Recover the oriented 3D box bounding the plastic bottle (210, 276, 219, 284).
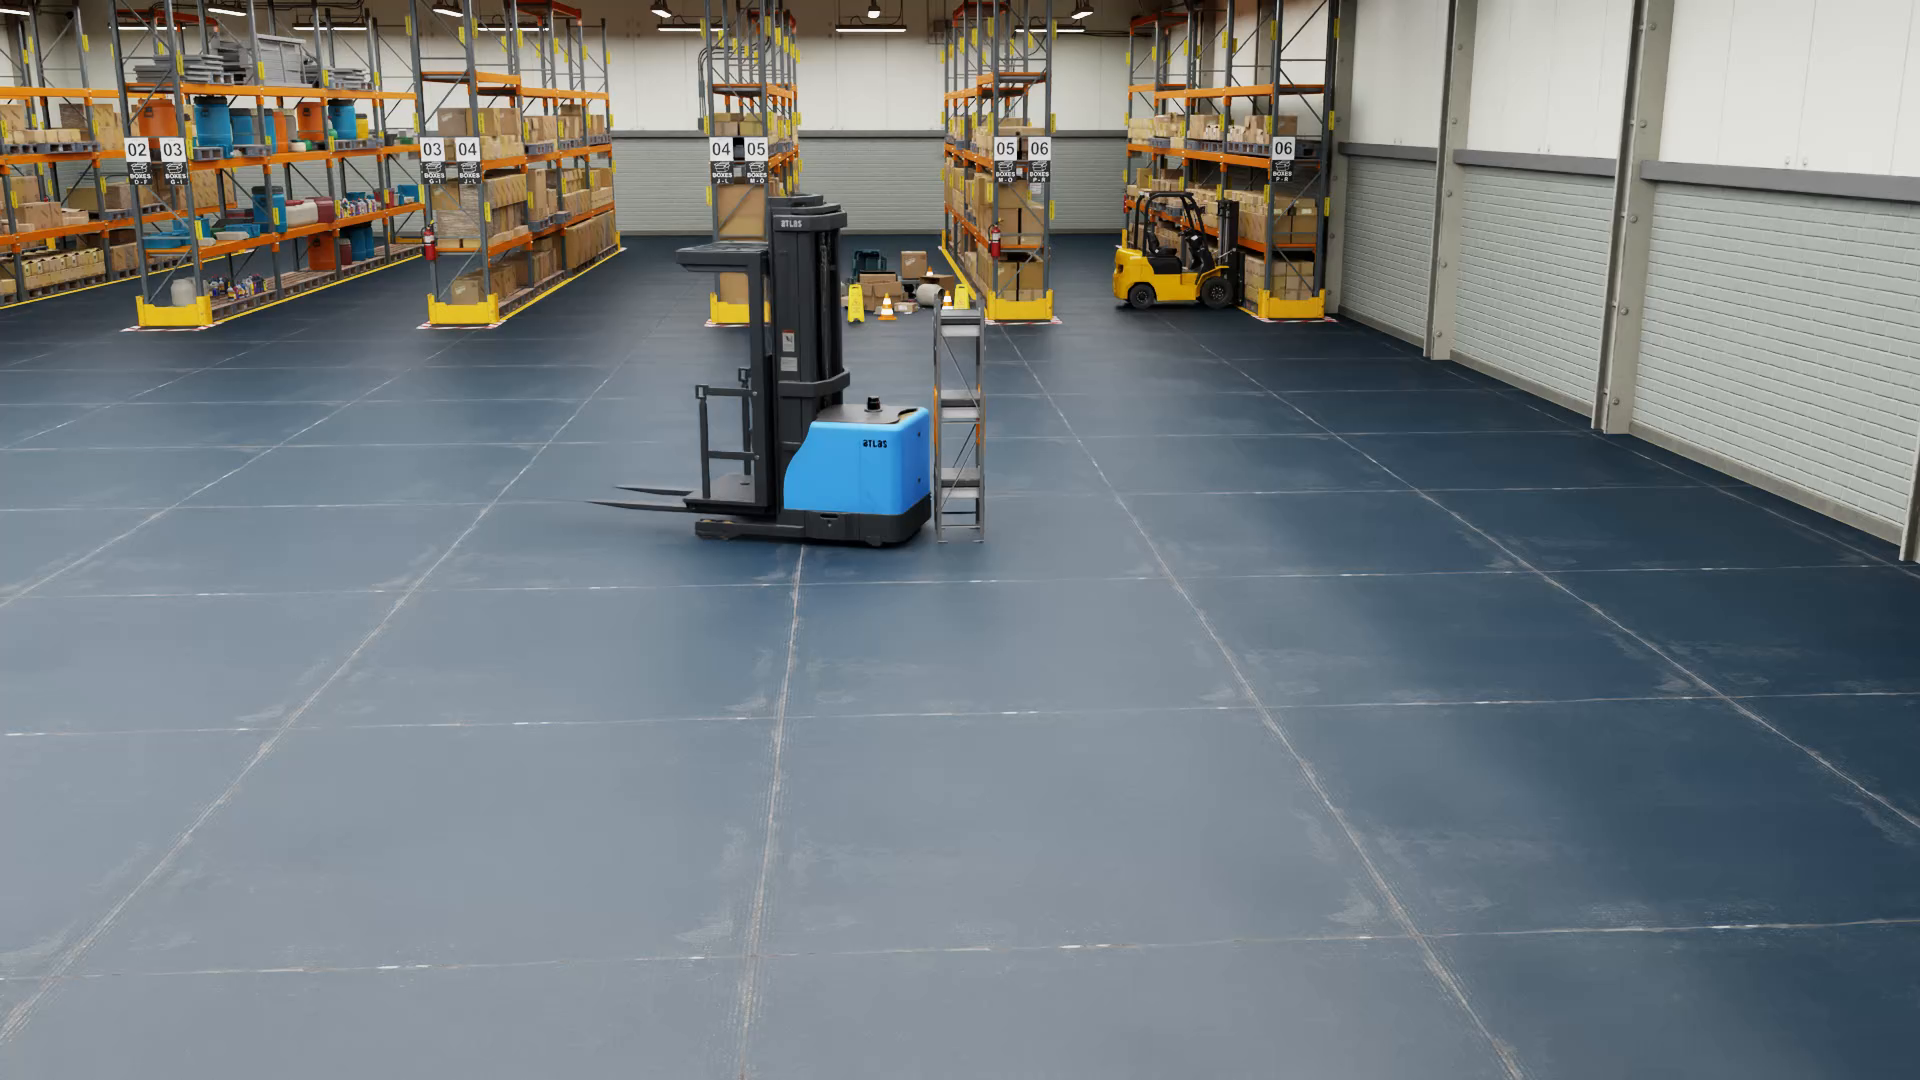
[{"bbox_3d":[-14.346,-4.900,31.983,0.144,0.351,0.185,-1,15,-6],"label":"plastic bottle"}]

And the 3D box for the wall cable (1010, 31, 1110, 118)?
[{"bbox_3d":[2.998,-13.816,50.088,2.988,3.039,0.133,-1,14,-3],"label":"wall cable"}]

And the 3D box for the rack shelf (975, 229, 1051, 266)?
[{"bbox_3d":[0.965,-5.607,31.743,1.077,0.370,4.000,-1,14,-3],"label":"rack shelf"}]

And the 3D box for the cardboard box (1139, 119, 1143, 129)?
[{"bbox_3d":[4.928,-10.789,43.119,0.500,0.250,0.500,0,14,-2],"label":"cardboard box"}]

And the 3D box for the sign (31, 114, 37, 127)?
[{"bbox_3d":[-24.082,-10.903,43.245,0.100,0.325,0.005,-1,14,-3],"label":"sign"}]

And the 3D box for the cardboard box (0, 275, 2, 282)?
[{"bbox_3d":[-18.671,-5.146,31.679,0.500,0.500,0.500,-1,14,-3],"label":"cardboard box"}]

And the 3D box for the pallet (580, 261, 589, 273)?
[{"bbox_3d":[-9.344,-6.444,39.149,1.003,0.211,1.213,-1,14,-3],"label":"pallet"}]

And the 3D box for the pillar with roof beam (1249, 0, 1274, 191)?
[{"bbox_3d":[2.231,-10.054,35.543,9.100,9.000,0.400,-1,14,-3],"label":"pillar with roof beam"}]

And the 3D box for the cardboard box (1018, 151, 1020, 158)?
[{"bbox_3d":[1.265,-7.068,30.462,0.380,0.149,0.250,-1,14,-4],"label":"cardboard box"}]

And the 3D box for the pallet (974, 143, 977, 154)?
[{"bbox_3d":[0.909,-7.970,33.839,1.213,0.211,1.003,-1,14,-3],"label":"pallet"}]

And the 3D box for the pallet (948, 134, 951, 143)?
[{"bbox_3d":[0.233,-10.359,42.925,1.003,0.211,1.213,-1,14,-3],"label":"pallet"}]

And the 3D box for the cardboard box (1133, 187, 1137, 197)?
[{"bbox_3d":[4.877,-9.218,44.037,0.500,0.250,0.500,-1,14,-4],"label":"cardboard box"}]

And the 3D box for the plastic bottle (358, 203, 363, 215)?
[{"bbox_3d":[-14.065,-7.753,38.887,0.152,0.276,0.135,-1,14,-3],"label":"plastic bottle"}]

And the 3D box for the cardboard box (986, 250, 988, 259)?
[{"bbox_3d":[0.677,-5.355,31.189,0.380,0.149,0.250,-1,14,-3],"label":"cardboard box"}]

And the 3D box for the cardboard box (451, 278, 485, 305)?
[{"bbox_3d":[-8.824,-4.454,29.989,0.500,0.500,0.500,2,15,7],"label":"cardboard box"}]

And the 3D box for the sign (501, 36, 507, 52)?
[{"bbox_3d":[-9.851,-10.720,35.938,0.100,0.325,0.005,-1,14,-3],"label":"sign"}]

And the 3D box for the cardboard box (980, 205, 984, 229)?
[{"bbox_3d":[0.663,-6.282,32.125,0.500,0.500,0.500,-1,14,-4],"label":"cardboard box"}]

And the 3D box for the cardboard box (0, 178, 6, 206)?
[{"bbox_3d":[-24.489,-8.703,41.730,0.980,0.700,0.700,-2,15,-6],"label":"cardboard box"}]

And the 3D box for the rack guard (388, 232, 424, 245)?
[{"bbox_3d":[-14.751,-8.003,44.628,1.175,0.500,0.348,-1,14,-3],"label":"rack guard"}]

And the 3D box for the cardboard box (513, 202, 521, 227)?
[{"bbox_3d":[-9.084,-6.380,32.504,0.875,0.500,0.500,-1,14,-3],"label":"cardboard box"}]

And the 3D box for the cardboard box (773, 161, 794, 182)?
[{"bbox_3d":[-4.374,-9.134,41.201,0.500,0.500,0.500,-1,14,-2],"label":"cardboard box"}]

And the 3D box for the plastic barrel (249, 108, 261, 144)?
[{"bbox_3d":[-14.282,-8.205,33.369,0.600,0.901,0.600,0,14,0],"label":"plastic barrel"}]

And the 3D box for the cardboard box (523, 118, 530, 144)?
[{"bbox_3d":[-8.980,-8.124,33.013,0.797,0.503,0.637,-2,15,-6],"label":"cardboard box"}]

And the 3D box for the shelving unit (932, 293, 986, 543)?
[{"bbox_3d":[-0.010,-1.058,14.425,0.431,2.100,0.503,-1,14,-3],"label":"shelving unit"}]

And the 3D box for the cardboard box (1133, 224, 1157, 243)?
[{"bbox_3d":[5.009,-8.141,44.321,0.700,0.500,0.500,0,14,-1],"label":"cardboard box"}]

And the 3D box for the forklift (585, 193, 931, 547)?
[{"bbox_3d":[-1.833,-1.541,14.634,3.031,2.935,1.130,4,15,14],"label":"forklift"}]

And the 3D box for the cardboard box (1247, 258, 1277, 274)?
[{"bbox_3d":[5.666,-5.128,31.107,0.500,0.250,0.500,-1,14,-2],"label":"cardboard box"}]

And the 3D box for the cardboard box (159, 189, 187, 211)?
[{"bbox_3d":[-19.193,-8.317,40.631,0.500,0.500,0.500,-1,14,-2],"label":"cardboard box"}]

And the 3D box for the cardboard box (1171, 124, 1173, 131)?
[{"bbox_3d":[5.150,-9.646,38.881,0.380,0.149,0.250,-1,14,-3],"label":"cardboard box"}]

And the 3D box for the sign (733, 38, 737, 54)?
[{"bbox_3d":[-4.882,-10.732,36.143,0.100,0.325,0.005,-1,14,-3],"label":"sign"}]

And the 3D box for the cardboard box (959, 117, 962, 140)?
[{"bbox_3d":[0.342,-9.396,37.960,0.700,0.500,0.500,-2,15,-6],"label":"cardboard box"}]

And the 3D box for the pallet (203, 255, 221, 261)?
[{"bbox_3d":[-19.553,-7.262,42.328,1.003,0.211,1.213,-1,14,-3],"label":"pallet"}]

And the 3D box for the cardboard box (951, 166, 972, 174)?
[{"bbox_3d":[0.041,-9.088,41.622,0.500,0.500,0.500,-1,14,-4],"label":"cardboard box"}]

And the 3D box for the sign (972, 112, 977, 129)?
[{"bbox_3d":[0.287,-8.337,33.063,0.100,0.325,0.005,-1,14,-3],"label":"sign"}]

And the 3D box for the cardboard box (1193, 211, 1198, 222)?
[{"bbox_3d":[5.396,-7.085,36.346,0.500,0.250,0.500,-1,14,-5],"label":"cardboard box"}]

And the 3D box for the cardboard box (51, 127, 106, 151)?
[{"bbox_3d":[-19.246,-8.752,36.301,0.910,0.500,0.500,-1,14,-3],"label":"cardboard box"}]

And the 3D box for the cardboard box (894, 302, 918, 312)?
[{"bbox_3d":[-1.008,-4.372,31.221,0.380,0.149,0.250,7,16,26],"label":"cardboard box"}]

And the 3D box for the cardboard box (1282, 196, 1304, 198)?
[{"bbox_3d":[6.222,-6.322,30.978,0.380,0.149,0.250,-1,14,-3],"label":"cardboard box"}]

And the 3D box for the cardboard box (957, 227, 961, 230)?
[{"bbox_3d":[0.303,-8.010,43.937,0.875,0.438,0.875,0,14,-2],"label":"cardboard box"}]

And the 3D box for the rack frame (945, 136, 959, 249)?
[{"bbox_3d":[0.098,-9.437,45.186,1.000,3.000,0.127,-1,14,-3],"label":"rack frame"}]

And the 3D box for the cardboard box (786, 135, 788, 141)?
[{"bbox_3d":[-4.111,-8.993,37.240,0.500,0.500,0.500,-1,14,-3],"label":"cardboard box"}]

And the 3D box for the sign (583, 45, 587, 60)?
[{"bbox_3d":[-9.005,-11.697,39.895,0.100,0.325,0.005,-1,14,-3],"label":"sign"}]

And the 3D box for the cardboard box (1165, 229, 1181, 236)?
[{"bbox_3d":[5.186,-7.472,40.418,0.380,0.149,0.250,-1,14,-4],"label":"cardboard box"}]

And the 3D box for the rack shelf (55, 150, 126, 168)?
[{"bbox_3d":[-19.309,-8.744,37.917,1.077,0.370,4.000,-1,14,-3],"label":"rack shelf"}]

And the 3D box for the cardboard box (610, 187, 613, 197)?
[{"bbox_3d":[-9.498,-9.239,44.120,0.500,0.250,0.500,-1,14,-4],"label":"cardboard box"}]

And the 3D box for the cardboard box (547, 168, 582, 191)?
[{"bbox_3d":[-9.498,-8.665,39.971,0.797,0.503,0.637,-1,14,-5],"label":"cardboard box"}]

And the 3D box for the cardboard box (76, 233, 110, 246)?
[{"bbox_3d":[-19.485,-6.751,37.375,0.500,0.250,0.500,0,14,-1],"label":"cardboard box"}]

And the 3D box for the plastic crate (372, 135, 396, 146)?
[{"bbox_3d":[-14.292,-9.916,41.287,0.497,0.269,0.590,-1,14,-3],"label":"plastic crate"}]

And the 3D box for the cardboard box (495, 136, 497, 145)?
[{"bbox_3d":[-8.635,-7.274,30.260,0.380,0.149,0.250,-2,15,-6],"label":"cardboard box"}]

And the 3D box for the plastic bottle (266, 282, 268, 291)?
[{"bbox_3d":[-13.660,-4.996,32.657,0.097,0.201,0.097,0,14,0],"label":"plastic bottle"}]

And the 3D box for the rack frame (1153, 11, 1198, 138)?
[{"bbox_3d":[5.299,-11.426,40.873,1.000,3.000,0.127,-1,14,-3],"label":"rack frame"}]

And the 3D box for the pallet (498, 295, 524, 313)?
[{"bbox_3d":[-8.894,-4.479,31.510,1.003,0.211,1.213,-1,14,-3],"label":"pallet"}]

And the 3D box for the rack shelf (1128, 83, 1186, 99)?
[{"bbox_3d":[5.175,-11.573,42.897,1.077,0.370,4.000,-1,14,-3],"label":"rack shelf"}]

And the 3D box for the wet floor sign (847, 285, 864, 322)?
[{"bbox_3d":[-1.867,-4.240,29.710,0.267,0.644,0.232,-3,15,-13],"label":"wet floor sign"}]

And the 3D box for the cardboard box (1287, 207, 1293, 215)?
[{"bbox_3d":[6.202,-6.047,30.507,0.380,0.149,0.250,-1,14,-3],"label":"cardboard box"}]
